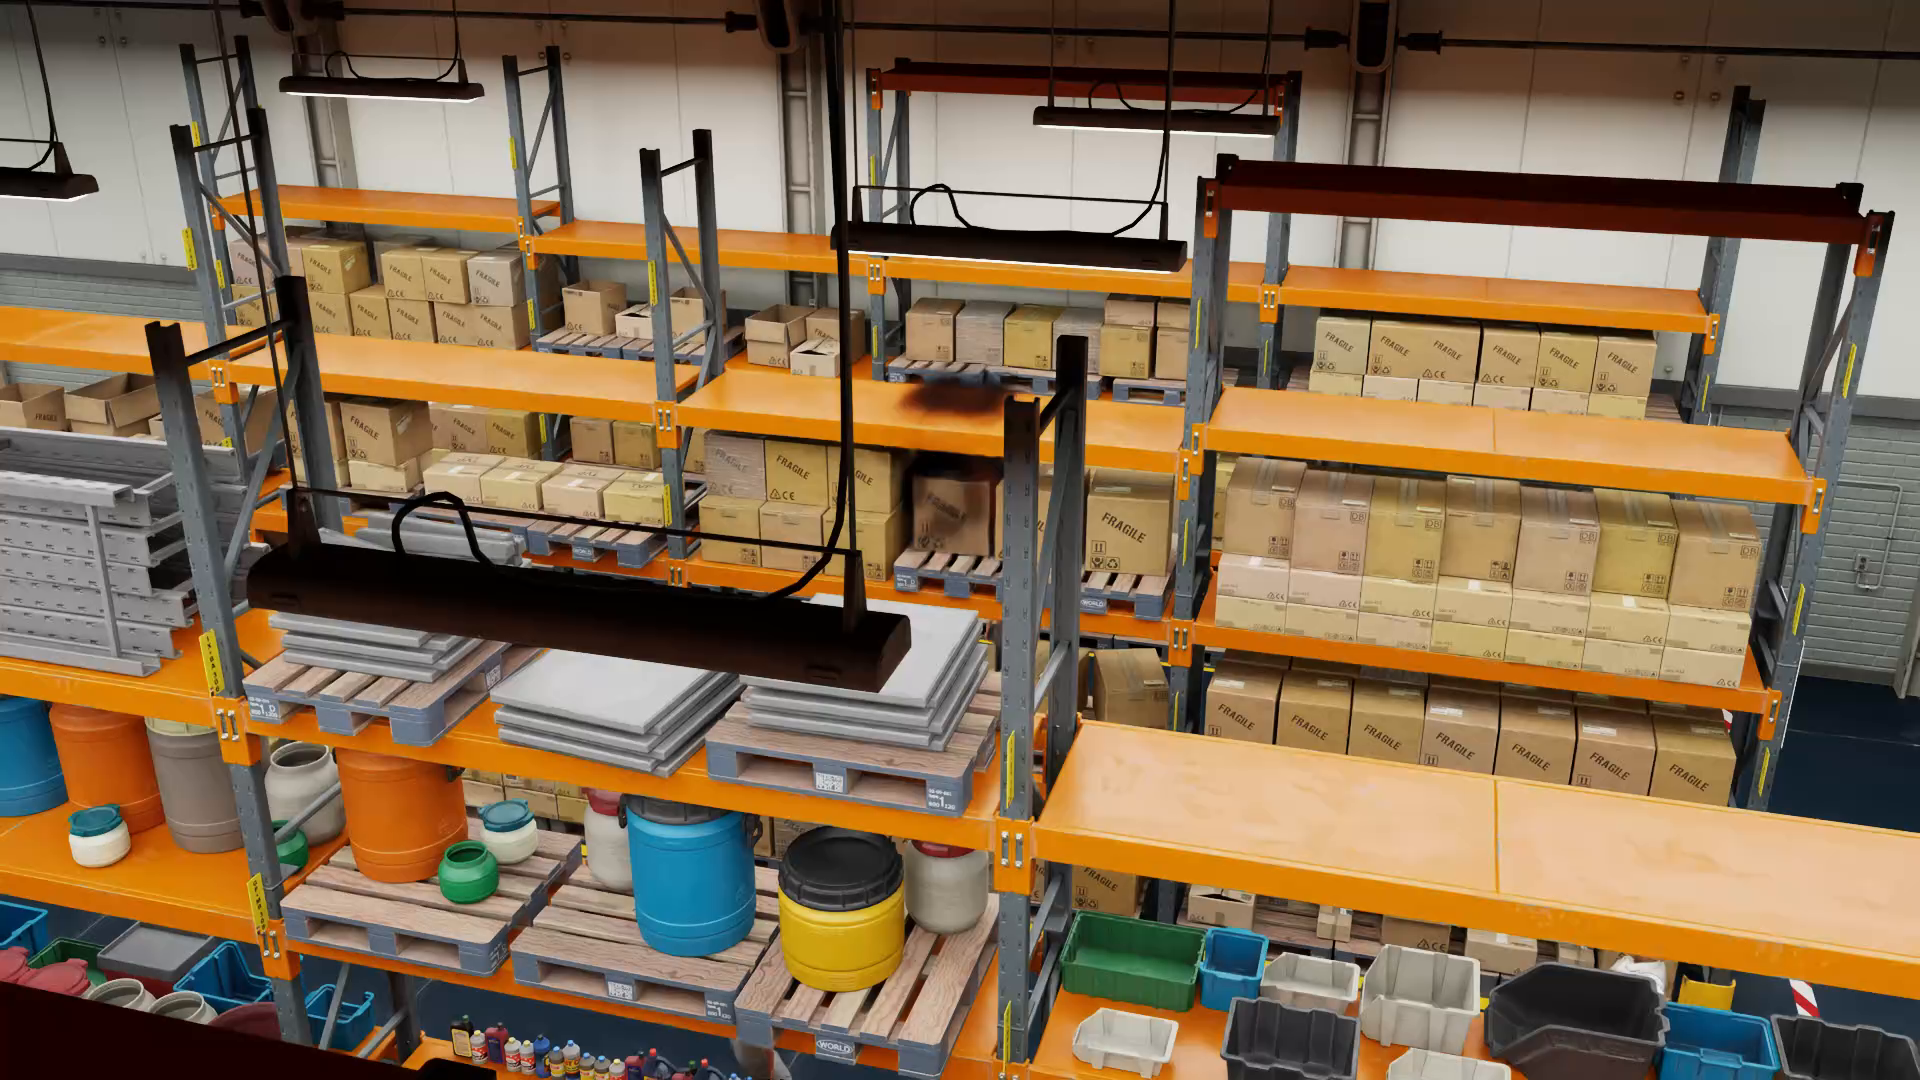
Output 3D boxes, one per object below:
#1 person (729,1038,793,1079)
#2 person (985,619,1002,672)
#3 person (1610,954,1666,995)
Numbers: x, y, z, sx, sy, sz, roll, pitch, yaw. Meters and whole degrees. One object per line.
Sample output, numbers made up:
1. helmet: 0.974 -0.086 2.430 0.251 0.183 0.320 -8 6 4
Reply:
1. person: -1.318 3.303 10.702 0.535 1.714 0.524 -8 24 -18
2. person: 0.508 0.908 16.391 0.477 1.737 0.606 -17 28 -35
3. person: 4.362 3.195 10.833 0.991 1.730 0.606 3 23 7
